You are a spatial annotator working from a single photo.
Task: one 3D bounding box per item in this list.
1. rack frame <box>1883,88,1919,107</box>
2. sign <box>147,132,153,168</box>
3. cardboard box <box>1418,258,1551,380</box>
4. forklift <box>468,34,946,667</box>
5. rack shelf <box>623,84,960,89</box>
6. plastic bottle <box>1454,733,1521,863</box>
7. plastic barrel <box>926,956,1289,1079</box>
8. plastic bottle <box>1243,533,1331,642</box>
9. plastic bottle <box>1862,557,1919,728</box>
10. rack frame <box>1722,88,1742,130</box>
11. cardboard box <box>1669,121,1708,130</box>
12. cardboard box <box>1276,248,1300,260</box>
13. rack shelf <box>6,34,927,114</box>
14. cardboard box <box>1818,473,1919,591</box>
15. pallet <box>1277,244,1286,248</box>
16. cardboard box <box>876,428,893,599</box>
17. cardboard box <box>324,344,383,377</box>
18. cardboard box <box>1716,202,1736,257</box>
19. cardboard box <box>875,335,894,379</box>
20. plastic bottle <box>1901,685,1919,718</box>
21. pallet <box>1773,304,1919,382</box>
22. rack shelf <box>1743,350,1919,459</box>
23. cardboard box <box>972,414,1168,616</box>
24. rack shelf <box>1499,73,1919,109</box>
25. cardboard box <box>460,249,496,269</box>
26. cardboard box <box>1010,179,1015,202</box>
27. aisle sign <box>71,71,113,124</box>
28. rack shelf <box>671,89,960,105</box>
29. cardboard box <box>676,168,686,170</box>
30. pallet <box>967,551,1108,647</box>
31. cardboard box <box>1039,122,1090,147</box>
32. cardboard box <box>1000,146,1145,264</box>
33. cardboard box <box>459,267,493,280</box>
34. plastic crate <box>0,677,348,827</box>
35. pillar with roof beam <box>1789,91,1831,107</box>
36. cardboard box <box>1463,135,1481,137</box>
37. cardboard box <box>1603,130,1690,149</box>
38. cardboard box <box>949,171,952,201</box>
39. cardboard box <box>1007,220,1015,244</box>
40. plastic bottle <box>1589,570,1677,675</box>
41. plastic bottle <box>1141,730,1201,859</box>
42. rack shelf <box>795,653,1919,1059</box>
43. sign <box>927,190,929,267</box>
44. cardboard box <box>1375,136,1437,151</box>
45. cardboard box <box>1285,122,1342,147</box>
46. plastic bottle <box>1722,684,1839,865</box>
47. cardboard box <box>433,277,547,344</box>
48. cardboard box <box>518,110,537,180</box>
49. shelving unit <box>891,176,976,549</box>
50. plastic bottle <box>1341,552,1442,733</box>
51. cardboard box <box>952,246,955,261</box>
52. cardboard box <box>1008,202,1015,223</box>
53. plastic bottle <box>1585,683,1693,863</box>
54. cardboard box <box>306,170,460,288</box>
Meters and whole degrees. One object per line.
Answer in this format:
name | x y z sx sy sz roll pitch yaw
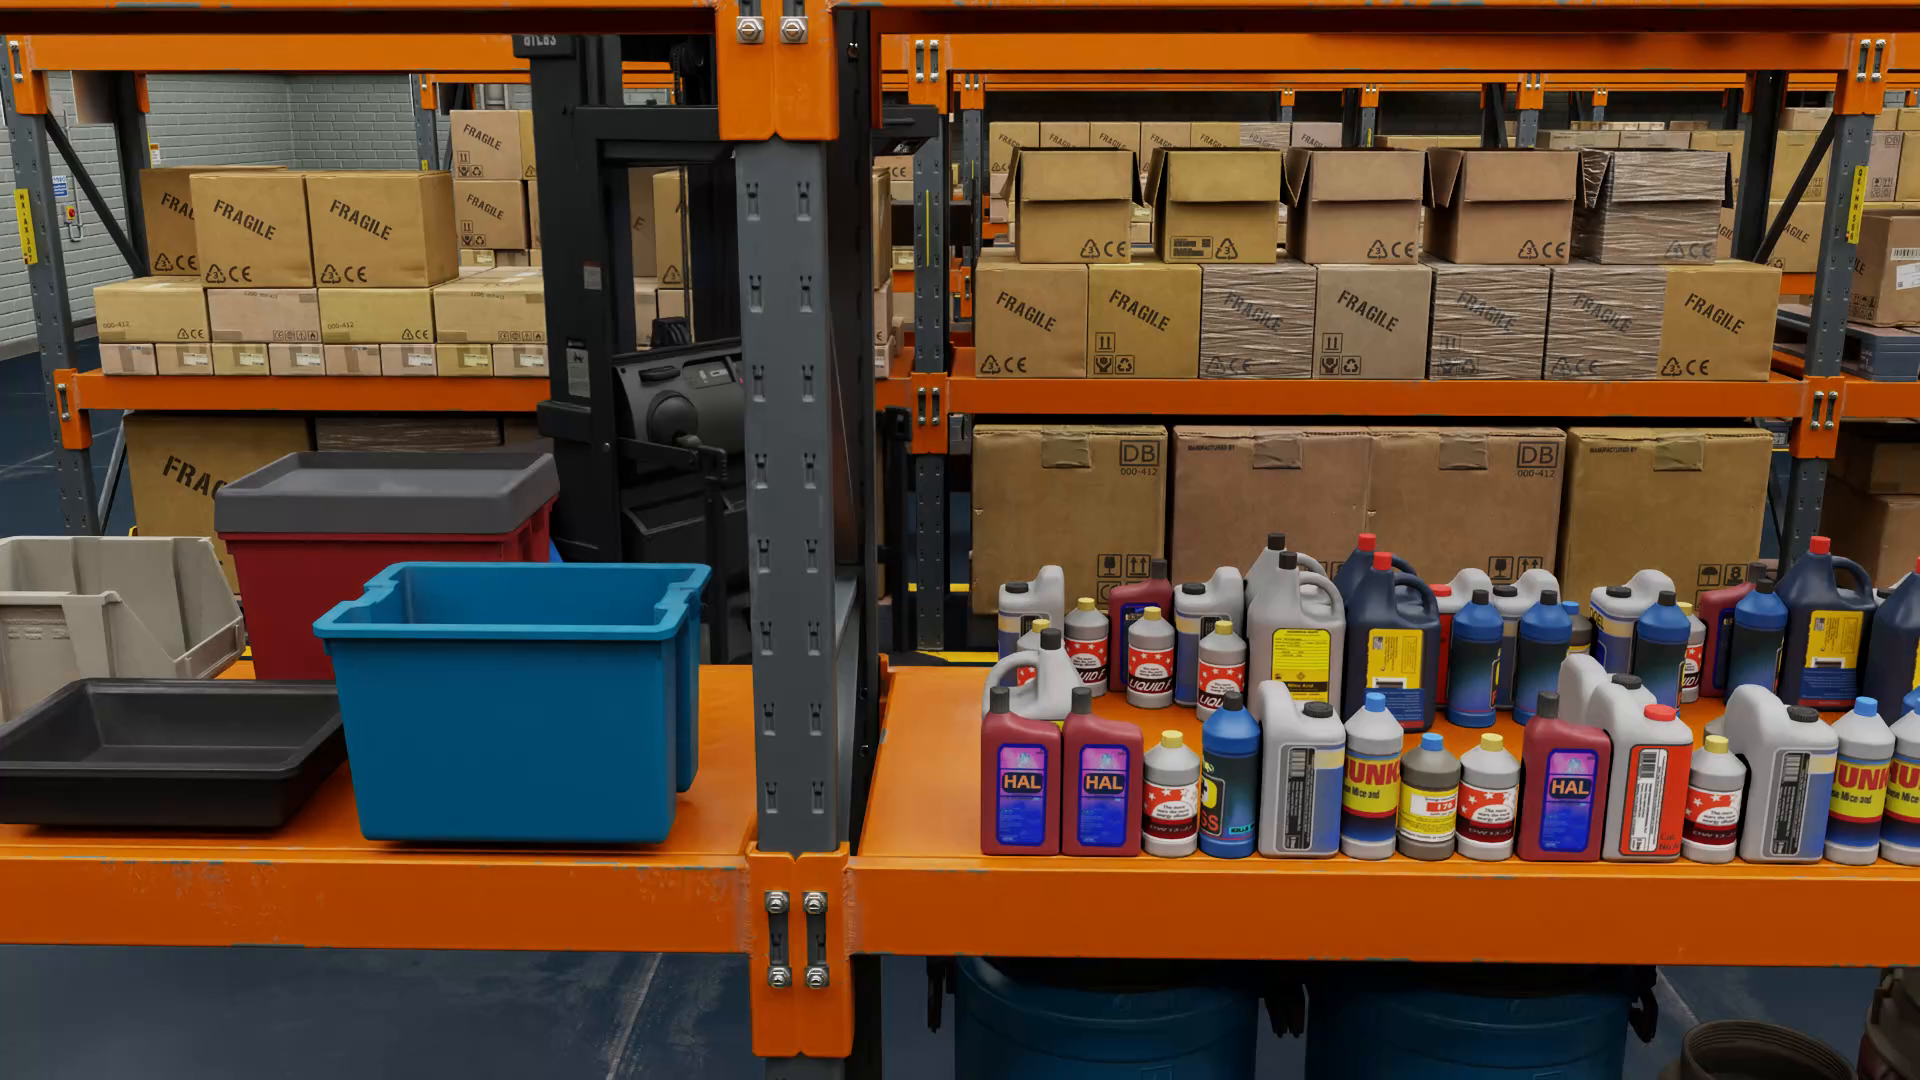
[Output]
rack frame | 12.244 -4.765 22.021 0.127 3.000 1.000 0 15 1
sign | -4.099 -1.889 8.385 0.005 0.325 0.100 0 15 1
cardboard box | 2.353 -1.020 7.629 0.500 0.500 0.500 0 15 0
forklift | -0.755 -0.560 6.218 3.031 2.935 1.130 11 19 37
rack shelf | -1.875 -4.693 17.278 4.000 0.370 1.077 0 15 1
plastic bottle | 0.874 0.421 2.755 0.097 0.201 0.097 0 15 0
plastic barrel | 0.289 1.032 3.337 0.708 0.901 0.600 0 15 1
plastic bottle | 0.672 0.159 3.453 0.185 0.351 0.144 0 15 1
plastic bottle | 1.904 0.206 3.275 0.185 0.351 0.144 0 15 1
rack frame | 8.122 -3.525 17.322 0.127 3.000 1.000 0 15 1
cardboard box | 7.661 -4.327 17.488 0.250 0.149 0.380 0 15 1
cardboard box | 1.363 -1.158 8.155 0.500 0.500 0.500 0 15 1
rack shelf | -2.128 -2.166 7.699 4.000 0.370 1.077 0 15 1
cardboard box | 4.541 -0.029 8.107 0.500 0.500 0.700 0 15 -2
pallet | 2.118 -2.198 12.667 1.213 0.211 1.003 0 15 1
cardboard box | -0.786 -0.251 8.251 0.875 0.875 0.875 0 15 1
cardboard box | -2.753 -0.862 7.720 0.250 0.149 0.380 0 15 0
cardboard box | 5.552 -2.259 12.326 0.500 0.500 0.500 0 15 1
cardboard box | -0.441 -0.847 7.663 0.250 0.149 0.380 0 15 2
plastic bottle | 1.669 0.355 2.866 0.097 0.271 0.097 0 15 0
pallet | 4.586 -0.954 7.951 1.003 0.211 1.213 0 15 1
rack shelf | 5.870 -0.663 7.884 4.000 0.370 1.077 0 15 1
cardboard box | 0.512 -0.227 8.161 0.875 0.875 1.225 0 15 2
rack shelf | 6.097 -3.378 12.293 4.000 0.370 1.077 0 15 1
cardboard box | -3.584 -2.133 12.538 0.250 0.149 0.380 0 15 1
cardboard box | 0.481 -2.564 12.180 0.250 0.149 0.380 1 15 4
aisle sign | -4.191 -2.410 7.999 0.004 0.787 0.394 0 15 1
rack shelf | -1.752 -5.959 22.076 4.000 0.370 1.077 0 15 1
cardboard box | -1.093 -1.558 8.104 0.500 0.500 0.500 0 15 1
pallet | 0.645 0.284 8.350 1.213 0.211 1.003 0 15 1
cardboard box | 1.067 -4.037 17.104 0.500 0.500 0.500 0 15 1
cardboard box | 0.510 -1.581 7.792 0.637 0.503 0.797 0 15 0
cardboard box | -2.620 -1.205 8.239 0.500 0.250 0.500 0 15 0
plastic crate | -1.381 0.378 2.948 0.590 0.125 0.437 0 15 1
pillar with roof beam | 11.461 -6.802 17.983 0.400 9.000 9.100 0 15 1
cardboard box | 5.607 -4.011 17.560 0.500 0.500 0.500 -1 15 -2
cardboard box | 5.052 -2.812 12.461 0.500 0.500 0.700 0 15 1
cardboard box | -0.345 -3.564 17.271 0.500 0.500 0.500 1 15 2
cardboard box | 0.481 -2.276 12.256 0.250 0.149 0.380 0 15 -1
plastic bottle | 1.383 0.201 3.441 0.135 0.276 0.152 0 15 1
plastic bottle | 0.350 0.417 2.768 0.097 0.201 0.097 0 15 0
rack shelf | 1.745 0.574 3.195 4.000 0.370 1.077 0 15 1
sign | -0.141 -1.365 7.283 0.005 0.325 0.100 0 15 1
cardboard box | 4.567 -3.885 17.081 0.500 0.500 0.500 0 15 0
cardboard box | 3.600 -4.020 17.040 0.500 0.500 0.500 0 15 0
plastic bottle | 1.356 0.381 2.760 0.135 0.276 0.152 0 15 1
cardboard box | -2.110 -1.068 7.717 0.500 0.250 0.500 0 15 0
cardboard box | -2.953 -2.944 12.379 0.500 0.500 0.500 1 15 3
shelving unit | -0.165 -1.016 9.576 0.503 2.100 0.431 0 15 1
plastic bottle | 0.854 0.197 3.309 0.185 0.351 0.144 0 15 1
cardboard box | -0.175 -2.278 13.087 0.250 0.149 0.380 1 15 3
cardboard box | 0.481 -2.420 12.218 0.250 0.149 0.380 1 15 2
plastic bottle | 1.124 0.379 2.766 0.135 0.276 0.152 0 15 1
cardboard box | -2.636 -1.433 7.632 0.500 0.500 0.500 0 15 0
